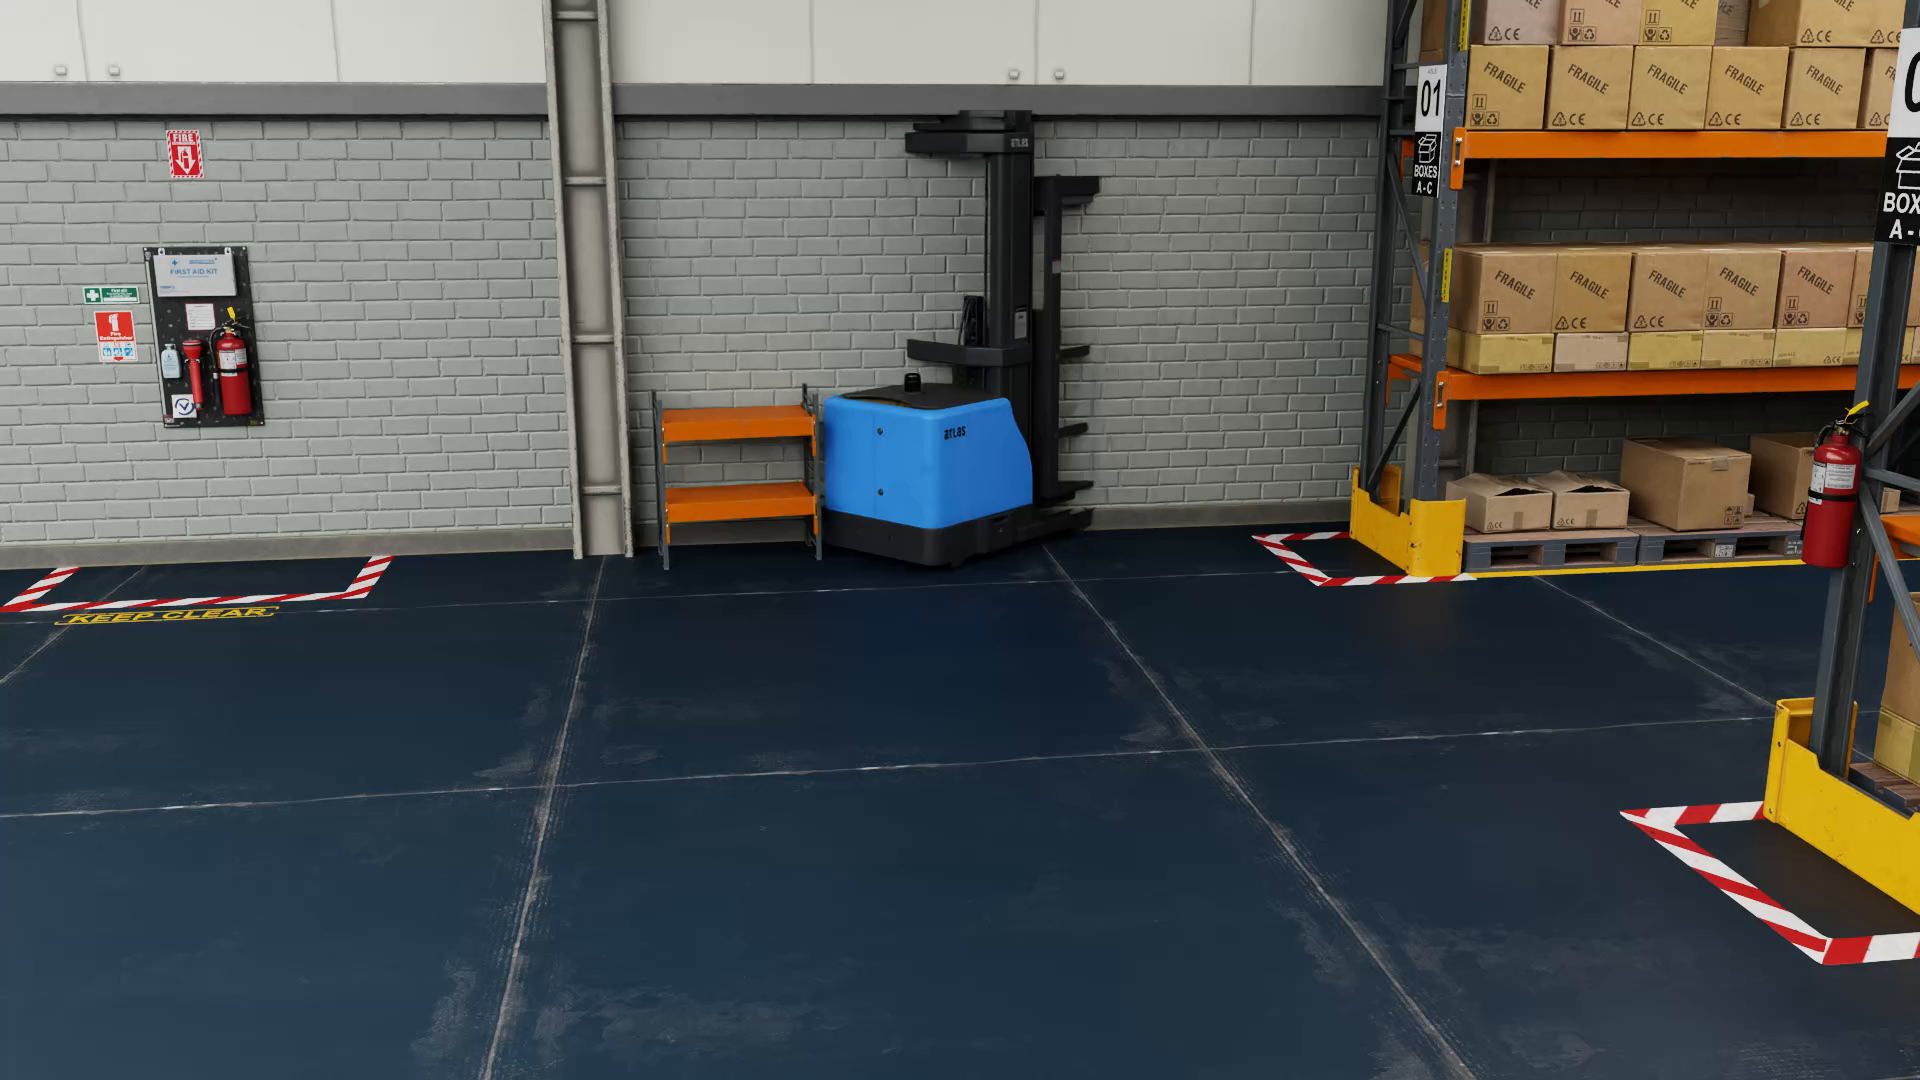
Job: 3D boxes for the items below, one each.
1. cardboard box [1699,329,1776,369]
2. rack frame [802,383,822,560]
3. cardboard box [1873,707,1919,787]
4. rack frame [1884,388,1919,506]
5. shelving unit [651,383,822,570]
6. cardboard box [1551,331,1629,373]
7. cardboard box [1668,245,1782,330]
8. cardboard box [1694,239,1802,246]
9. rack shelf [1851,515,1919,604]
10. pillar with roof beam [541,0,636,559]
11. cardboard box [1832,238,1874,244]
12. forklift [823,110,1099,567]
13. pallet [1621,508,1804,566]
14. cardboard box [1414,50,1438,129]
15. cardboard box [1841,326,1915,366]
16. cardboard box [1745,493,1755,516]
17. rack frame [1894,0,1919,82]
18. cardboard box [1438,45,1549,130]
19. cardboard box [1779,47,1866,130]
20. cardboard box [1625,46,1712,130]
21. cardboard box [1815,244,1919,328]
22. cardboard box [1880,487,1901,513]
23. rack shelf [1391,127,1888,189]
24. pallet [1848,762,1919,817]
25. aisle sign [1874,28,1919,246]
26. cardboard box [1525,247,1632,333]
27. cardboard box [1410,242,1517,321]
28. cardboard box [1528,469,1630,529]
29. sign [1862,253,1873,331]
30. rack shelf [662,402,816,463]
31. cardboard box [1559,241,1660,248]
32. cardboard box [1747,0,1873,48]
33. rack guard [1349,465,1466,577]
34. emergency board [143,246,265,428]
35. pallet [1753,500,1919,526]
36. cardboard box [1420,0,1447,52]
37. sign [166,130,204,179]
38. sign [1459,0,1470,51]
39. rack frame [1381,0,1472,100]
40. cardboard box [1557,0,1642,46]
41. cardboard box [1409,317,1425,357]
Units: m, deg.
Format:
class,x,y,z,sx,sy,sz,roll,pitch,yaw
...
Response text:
class,x,y,z,sx,sy,sz,roll,pitch,yaw
cardboard box,4.987,-1.290,10.968,0.500,0.250,0.500,-2,14,-8
rack frame,-1.006,-0.469,11.281,0.032,1.125,0.500,-4,15,-14
cardboard box,4.169,0.876,6.852,0.500,0.250,0.500,-2,14,-8
rack frame,6.896,-1.500,11.537,0.127,3.000,1.000,-2,14,-8
shelving unit,-1.498,-0.439,11.158,1.048,1.125,0.538,-4,15,-14
cardboard box,3.982,-1.256,10.829,0.500,0.250,0.500,-3,14,-10
cardboard box,4.969,-1.655,10.881,0.500,0.500,0.500,-2,14,-7
cardboard box,5.395,-1.799,11.456,0.500,0.500,0.500,-2,14,-7
rack shelf,5.660,0.113,6.585,4.000,0.370,1.077,-2,14,-8
pillar with roof beam,-1.787,-3.245,6.164,0.400,9.000,9.100,-2,14,-8
cardboard box,6.400,-1.834,11.594,0.500,0.500,0.500,-2,14,-10
forklift,0.396,-1.540,11.838,1.130,2.935,3.031,11,18,38
pallet,5.028,-0.070,11.566,1.213,0.211,1.003,-2,14,-8
cardboard box,3.316,-2.944,10.883,0.500,0.500,0.500,-1,14,-4
cardboard box,5.979,-1.331,11.129,0.500,0.250,0.500,-2,14,-8
cardboard box,5.312,-0.277,11.618,0.250,0.149,0.380,-3,14,-13
rack frame,3.683,-3.074,5.478,0.127,3.000,1.000,-2,14,-8
cardboard box,3.309,-2.820,10.388,0.500,0.500,0.500,-2,14,-7
cardboard box,5.390,-2.891,10.670,0.500,0.500,0.500,-3,14,-11
cardboard box,4.358,-2.851,10.510,0.500,0.500,0.500,-1,14,-6
cardboard box,5.982,-1.690,11.019,0.500,0.500,0.500,-2,14,-9
cardboard box,6.372,-0.313,11.722,0.250,0.166,0.380,-4,15,-16
rack shelf,4.919,-2.534,10.970,4.000,0.370,1.077,-2,14,-8
pallet,4.433,1.151,6.698,1.213,0.211,1.003,-2,14,-8
aisle sign,3.574,-1.493,6.164,0.004,0.787,0.394,-2,14,-8
cardboard box,3.948,-1.616,10.726,0.500,0.500,0.500,-2,14,-8
cardboard box,3.375,-1.724,11.155,0.500,0.500,0.500,-2,14,-9
cardboard box,4.202,-0.288,11.328,0.500,0.311,0.500,-1,14,-4
sign,3.616,-0.971,6.561,0.005,0.325,0.100,-2,14,-8
rack shelf,-1.498,-0.723,11.087,1.000,0.278,0.538,-4,15,-14
cardboard box,4.385,-1.760,11.298,0.500,0.500,0.500,-2,14,-10
cardboard box,5.386,-3.371,10.528,0.500,0.500,0.500,-3,14,-10
rack guard,3.016,-0.145,11.274,0.348,0.500,1.175,-2,14,-8
emergency board,-4.878,-1.291,10.702,0.643,1.169,0.194,-2,14,-8
pallet,6.237,-0.115,11.745,1.213,0.211,1.003,-2,14,-8
cardboard box,3.328,-3.432,10.771,0.500,0.500,0.500,-1,14,-6
sign,-4.901,-2.439,10.515,0.199,0.298,0.001,-2,14,-8
sign,3.022,-3.103,9.967,0.005,0.325,0.100,-2,14,-8
rack frame,2.941,-4.265,10.229,0.127,3.000,1.000,-2,14,-8
cardboard box,3.862,-3.315,10.304,0.500,0.500,0.500,-2,14,-9
cardboard box,3.374,-1.356,11.228,0.500,0.250,0.500,-2,14,-7
